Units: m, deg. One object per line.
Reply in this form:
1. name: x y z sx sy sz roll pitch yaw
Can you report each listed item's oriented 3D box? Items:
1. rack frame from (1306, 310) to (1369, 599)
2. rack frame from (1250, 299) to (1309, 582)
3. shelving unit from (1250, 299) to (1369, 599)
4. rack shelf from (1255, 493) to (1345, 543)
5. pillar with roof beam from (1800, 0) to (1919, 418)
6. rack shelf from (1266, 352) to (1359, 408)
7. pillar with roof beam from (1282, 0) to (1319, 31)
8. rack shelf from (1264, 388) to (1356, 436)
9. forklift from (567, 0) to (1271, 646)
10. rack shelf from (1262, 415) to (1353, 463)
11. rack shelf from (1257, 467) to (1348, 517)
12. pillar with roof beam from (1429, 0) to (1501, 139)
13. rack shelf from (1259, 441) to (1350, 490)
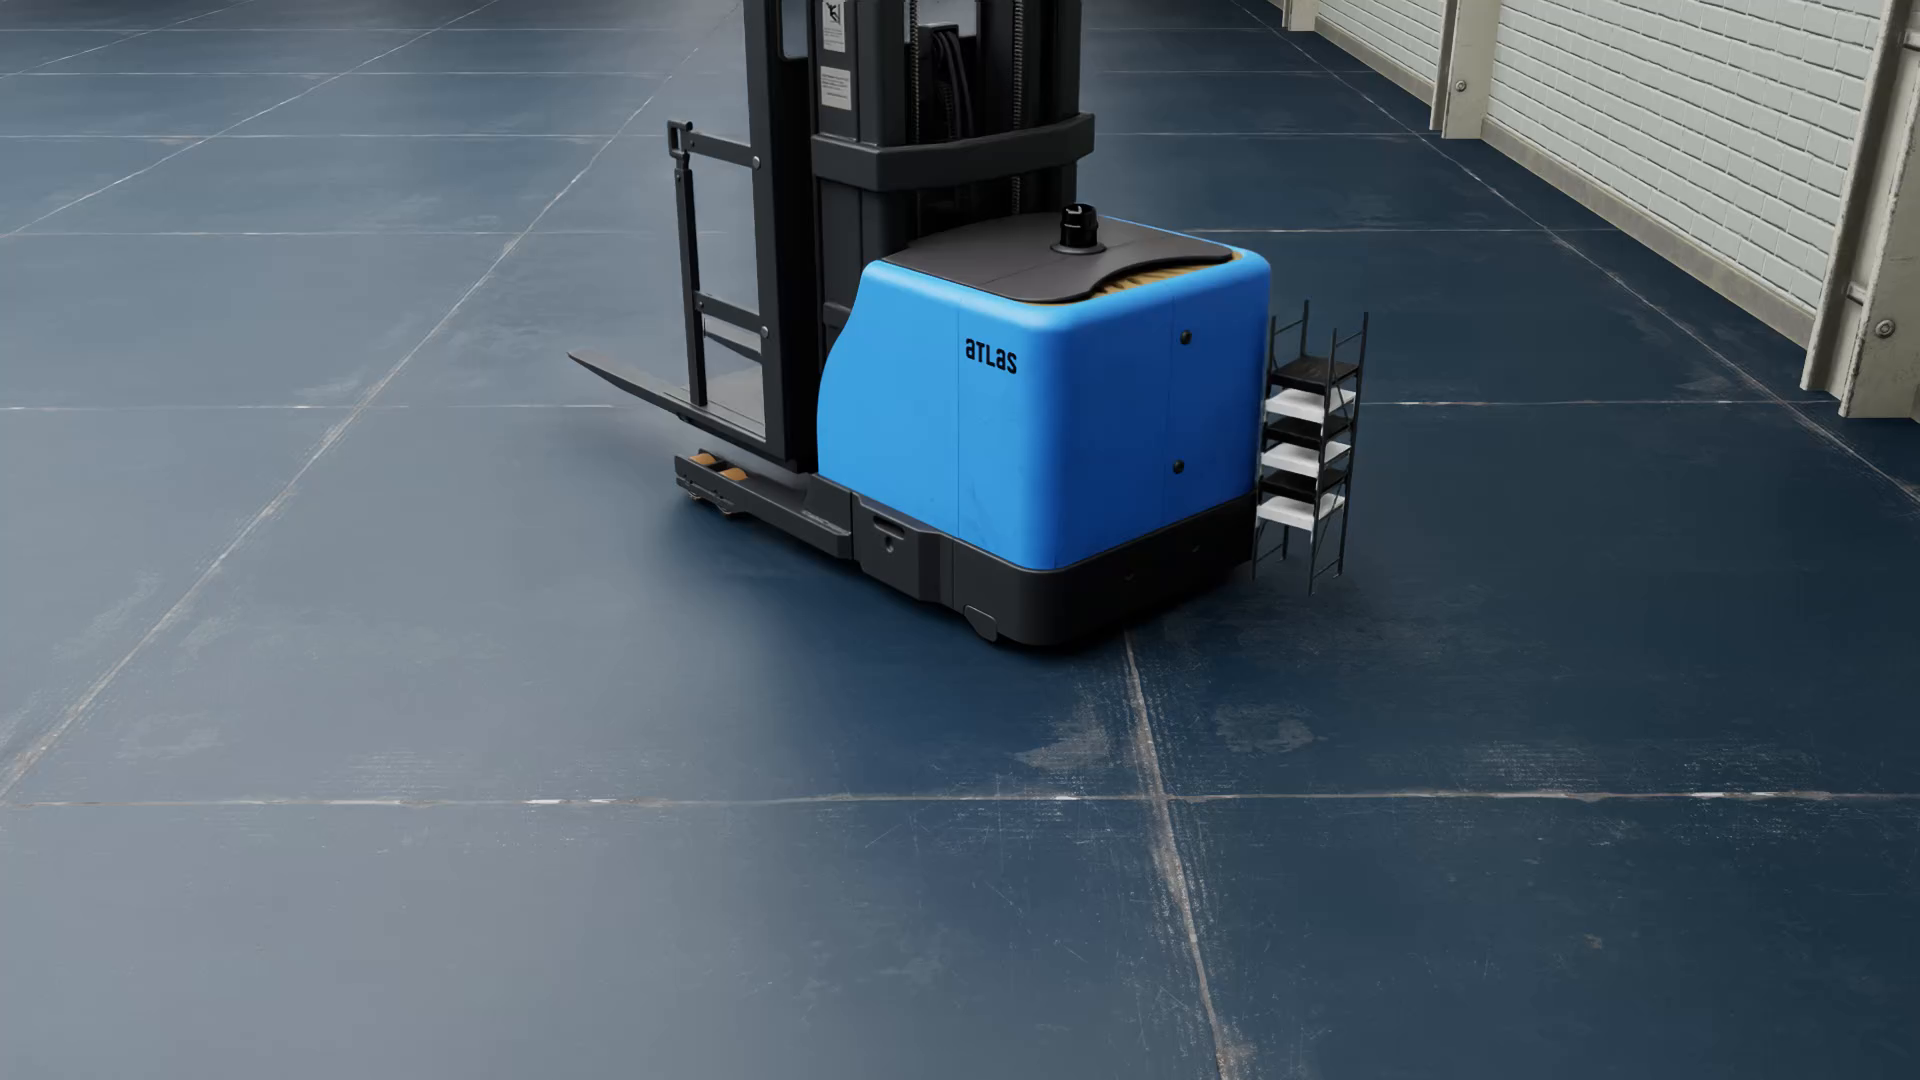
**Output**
1. rack frame: 1.187 -0.260 5.232 0.006 0.900 0.240 18 30 34
2. rack frame: 1.026 -0.311 5.346 0.006 0.900 0.240 18 30 34
3. shelving unit: 1.106 -0.285 5.289 0.210 0.900 0.258 18 30 34
4. rack shelf: 1.106 -0.091 5.377 0.200 0.077 0.258 18 30 34
5. pillar with roof beam: -0.501 -4.669 5.153 9.100 9.000 0.400 0 24 -1
6. rack shelf: 1.106 -0.501 5.191 0.200 0.077 0.258 18 30 34
7. pillar with roof beam: -0.632 -9.614 16.086 9.100 9.000 0.400 0 24 -1
8. rack shelf: 1.106 -0.419 5.228 0.200 0.077 0.258 18 30 34
9. forklift: -0.388 -1.548 5.617 1.130 2.935 3.031 -20 31 -37
10. rack shelf: 1.106 -0.337 5.265 0.200 0.077 0.258 18 30 34
11. rack shelf: 1.106 -0.173 5.340 0.200 0.077 0.258 18 30 34
12. pillar with roof beam: -0.566 -7.141 10.619 9.100 9.000 0.400 0 24 -1
13. rack shelf: 1.106 -0.255 5.302 0.200 0.077 0.258 18 30 34
